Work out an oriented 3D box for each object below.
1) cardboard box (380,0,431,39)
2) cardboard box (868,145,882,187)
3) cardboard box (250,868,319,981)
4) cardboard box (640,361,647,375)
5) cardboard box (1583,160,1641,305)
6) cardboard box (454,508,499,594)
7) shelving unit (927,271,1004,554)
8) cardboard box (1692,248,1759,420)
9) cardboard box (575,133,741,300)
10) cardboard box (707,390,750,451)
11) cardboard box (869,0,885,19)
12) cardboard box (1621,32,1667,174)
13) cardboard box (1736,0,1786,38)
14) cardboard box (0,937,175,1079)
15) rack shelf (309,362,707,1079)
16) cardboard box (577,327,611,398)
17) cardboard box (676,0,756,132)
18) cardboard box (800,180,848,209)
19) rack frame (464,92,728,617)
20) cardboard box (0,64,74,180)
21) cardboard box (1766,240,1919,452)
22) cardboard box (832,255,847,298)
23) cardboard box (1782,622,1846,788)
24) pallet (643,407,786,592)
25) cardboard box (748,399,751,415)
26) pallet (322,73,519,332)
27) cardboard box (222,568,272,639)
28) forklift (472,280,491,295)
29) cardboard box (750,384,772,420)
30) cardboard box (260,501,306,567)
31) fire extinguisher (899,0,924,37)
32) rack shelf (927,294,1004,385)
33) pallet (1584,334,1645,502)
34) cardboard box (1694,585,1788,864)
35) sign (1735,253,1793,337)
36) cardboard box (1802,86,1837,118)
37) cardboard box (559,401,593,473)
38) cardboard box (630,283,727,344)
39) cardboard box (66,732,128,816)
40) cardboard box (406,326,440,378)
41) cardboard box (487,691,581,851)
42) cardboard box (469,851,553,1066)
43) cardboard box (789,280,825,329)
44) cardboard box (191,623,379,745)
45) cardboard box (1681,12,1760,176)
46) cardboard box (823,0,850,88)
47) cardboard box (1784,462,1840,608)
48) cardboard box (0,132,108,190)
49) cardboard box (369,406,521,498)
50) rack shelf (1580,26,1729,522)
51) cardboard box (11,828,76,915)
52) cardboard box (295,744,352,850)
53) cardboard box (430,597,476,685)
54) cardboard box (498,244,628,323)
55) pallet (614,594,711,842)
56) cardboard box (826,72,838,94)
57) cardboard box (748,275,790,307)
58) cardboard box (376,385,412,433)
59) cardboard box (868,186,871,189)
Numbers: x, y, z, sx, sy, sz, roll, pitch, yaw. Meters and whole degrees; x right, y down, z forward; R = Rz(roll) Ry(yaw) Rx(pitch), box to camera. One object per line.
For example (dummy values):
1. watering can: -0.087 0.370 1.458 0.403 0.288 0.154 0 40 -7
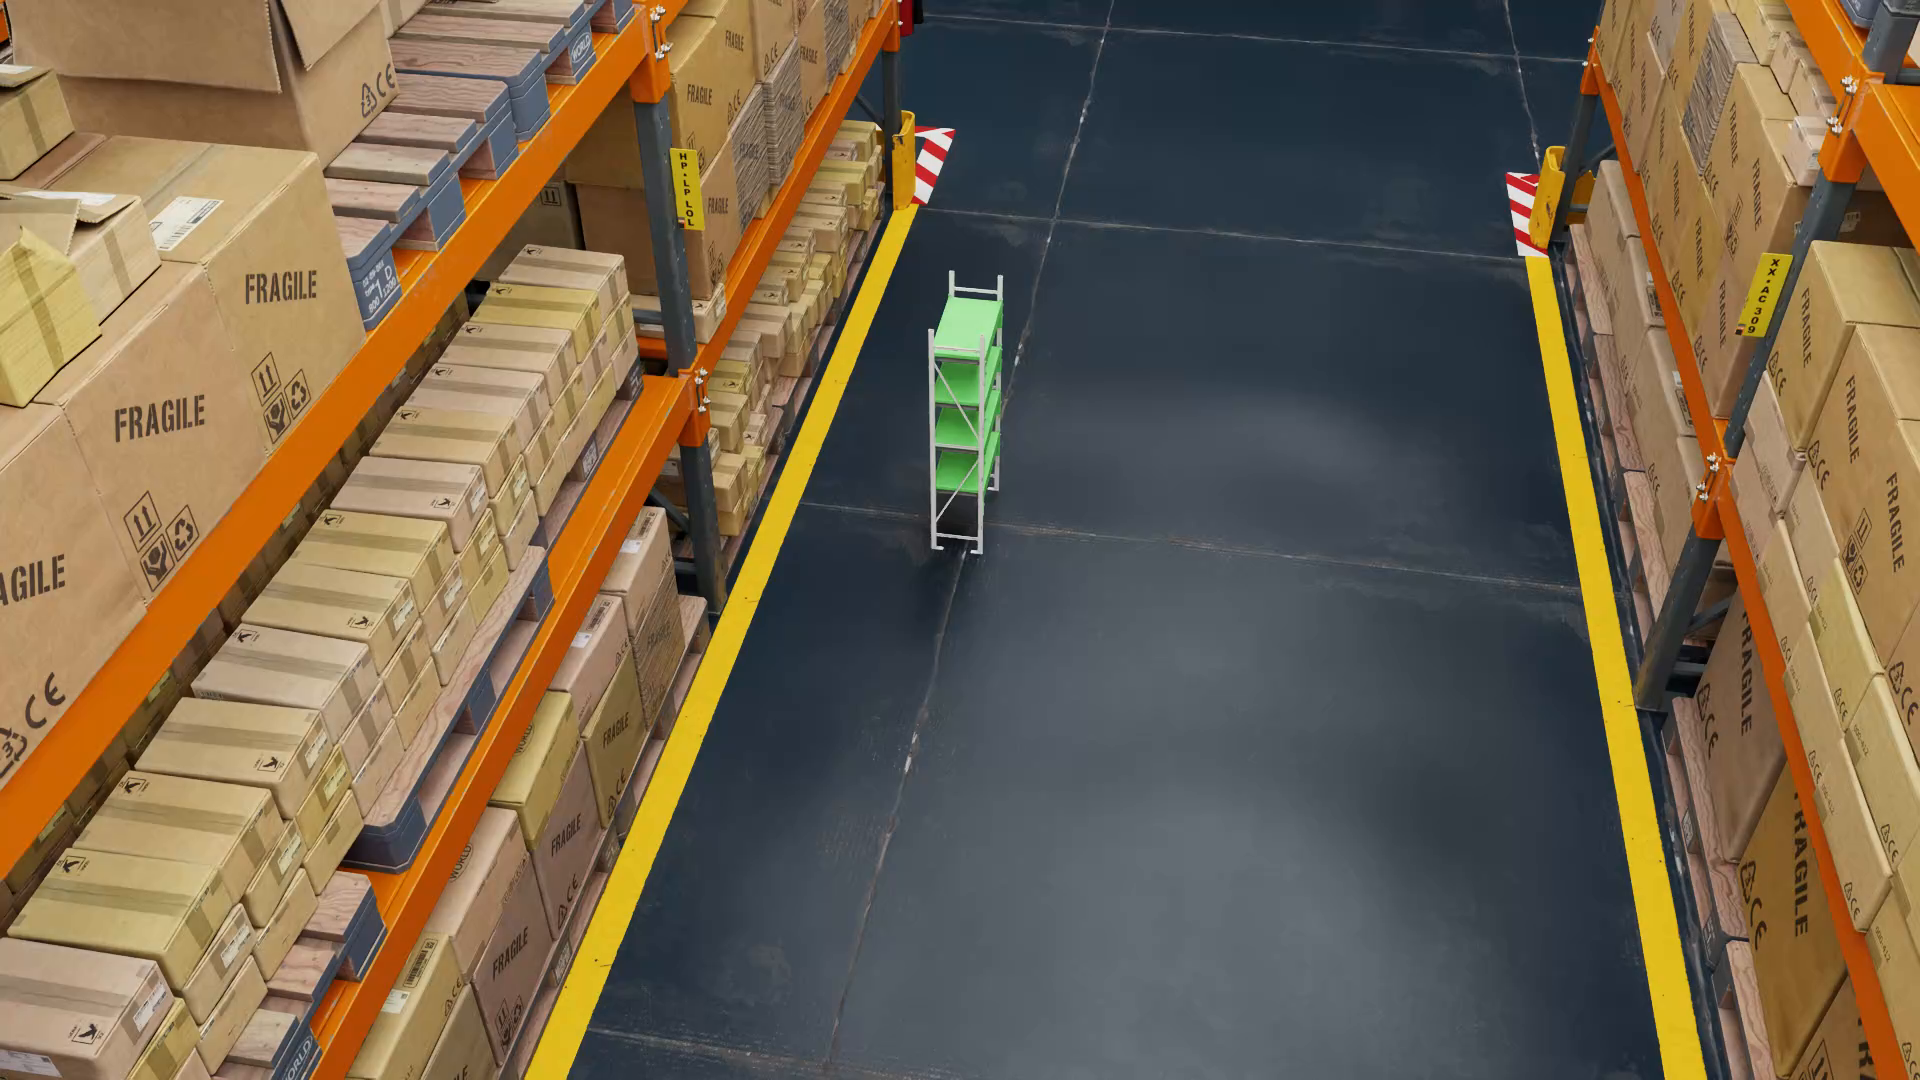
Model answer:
1. cardboard box: -1.913 -1.661 4.888 0.500 0.311 0.500 6 40 7
2. cardboard box: -0.672 -2.232 9.867 0.380 0.149 0.250 5 40 6
3. cardboard box: -1.878 0.942 4.221 0.380 0.149 0.250 8 40 10
4. cardboard box: -1.708 -0.773 7.868 0.380 0.149 0.250 6 40 7
5. cardboard box: 4.015 -1.684 9.211 0.875 0.438 0.875 5 40 6
6. cardboard box: -1.653 0.013 5.111 0.380 0.149 0.250 7 40 8
7. shelving unit: 0.029 -0.566 7.590 0.258 1.200 0.503 6 40 8
8. cardboard box: 3.167 -0.782 6.360 0.500 0.500 0.500 7 40 8
9. cardboard box: -1.220 -1.343 6.805 0.500 0.500 0.500 6 40 7
10. cardboard box: -1.185 -0.559 7.610 0.380 0.149 0.250 8 40 10
11. cardboard box: -0.640 -3.084 9.421 0.380 0.149 0.250 6 40 8
12. cardboard box: 3.499 -2.066 7.913 0.500 0.500 0.500 6 40 7
13. cardboard box: 3.362 -2.122 6.687 0.380 0.149 0.250 6 40 7
14. cardboard box: -1.975 1.038 3.638 0.380 0.149 0.250 6 40 8
15. rack shelf: -1.900 0.626 5.301 1.077 0.370 4.000 6 40 8
16. cardboard box: -1.473 -0.649 5.912 0.380 0.149 0.250 7 40 8
17. cardboard box: -1.162 -2.029 6.850 0.500 0.500 0.500 5 40 6
18. cardboard box: -0.831 -1.866 9.190 0.380 0.149 0.250 5 40 6
19. rack frame: -1.554 -0.907 6.590 1.000 3.000 0.127 6 40 8
20. cardboard box: -2.230 -0.978 3.642 0.396 0.266 0.258 6 40 8
21. cardboard box: 2.979 -0.604 5.360 0.500 0.500 0.500 7 40 8
22. cardboard box: -0.835 -1.475 9.184 0.380 0.149 0.250 5 40 6
23. cardboard box: 2.810 0.525 4.975 0.500 0.250 0.500 6 40 7
24. pallet: -1.473 -0.257 7.993 1.003 0.211 1.213 6 40 8
25. cardboard box: -1.214 -0.602 7.896 0.380 0.149 0.250 6 40 7
26. pallet: -1.943 -0.964 4.451 1.213 0.211 1.003 6 40 8
27. cardboard box: -2.343 0.203 5.115 0.380 0.149 0.250 5 40 6
28. forklift: -3.079 -1.998 7.963 1.130 2.935 3.031 24 45 26
29. cardboard box: -1.142 -0.656 8.195 0.380 0.149 0.250 6 40 7
30. cardboard box: -2.298 -0.066 5.207 0.380 0.149 0.250 6 40 7
31. fire extinguisher: -0.364 -3.351 9.899 0.296 0.674 0.183 6 40 8
32. rack shelf: 0.029 -0.887 7.325 0.258 0.148 0.480 6 40 8
33. pallet: 3.756 -0.586 8.390 1.003 0.211 1.213 6 40 8
34. cardboard box: 3.310 0.631 6.068 0.875 0.875 0.875 8 40 9
35. sign: 2.792 -0.849 5.778 0.100 0.325 0.005 6 40 8
36. cardboard box: 3.231 -1.480 5.911 0.380 0.149 0.250 7 40 9
37. cardboard box: -1.517 -0.381 5.822 0.380 0.149 0.250 6 40 8
38. cardboard box: -1.183 -0.952 6.841 0.380 0.149 0.250 8 40 9
39. cardboard box: -2.478 0.574 4.433 0.380 0.149 0.250 6 40 8
40. cardboard box: -2.118 -0.727 6.006 0.380 0.149 0.250 6 40 7
41. cardboard box: -1.614 0.755 5.623 0.500 0.250 0.500 5 40 6
42. cardboard box: -1.705 1.351 5.491 0.500 0.500 0.500 5 40 7
43. cardboard box: -0.920 -1.245 8.673 0.380 0.149 0.250 7 40 8
44. cardboard box: -1.794 0.382 4.431 0.380 0.149 0.250 8 40 10
45. cardboard box: 3.323 -1.813 6.822 0.500 0.500 0.500 7 40 8
46. cardboard box: -0.859 -2.618 8.347 0.500 0.500 0.500 7 40 8
47. cardboard box: 2.922 0.016 5.199 0.500 0.250 0.500 7 40 8
48. cardboard box: -2.234 -0.606 3.793 0.500 0.500 0.500 6 40 8
49. cardboard box: -1.615 -0.278 5.230 0.380 0.149 0.250 5 40 6
50. rack shelf: 3.685 -1.402 7.753 1.077 0.370 4.000 6 40 8
51. cardboard box: -2.525 0.861 4.319 0.380 0.149 0.250 7 40 8
52. cardboard box: -1.834 0.646 4.346 0.380 0.149 0.250 7 40 8
53. cardboard box: -1.696 0.285 5.016 0.380 0.149 0.250 5 40 6
54. cardboard box: -1.432 -0.928 6.015 0.380 0.149 0.250 8 40 10
55. pallet: -1.688 0.657 6.887 1.003 0.211 1.213 6 40 8
56. cardboard box: -0.845 -2.449 8.652 0.380 0.149 0.250 5 40 6
57. cardboard box: -1.076 -1.220 8.409 0.380 0.149 0.250 5 40 6
58. cardboard box: -2.165 -0.444 5.898 0.380 0.149 0.250 7 40 8
59. cardboard box: -0.748 -2.127 9.973 0.380 0.149 0.250 7 40 8
